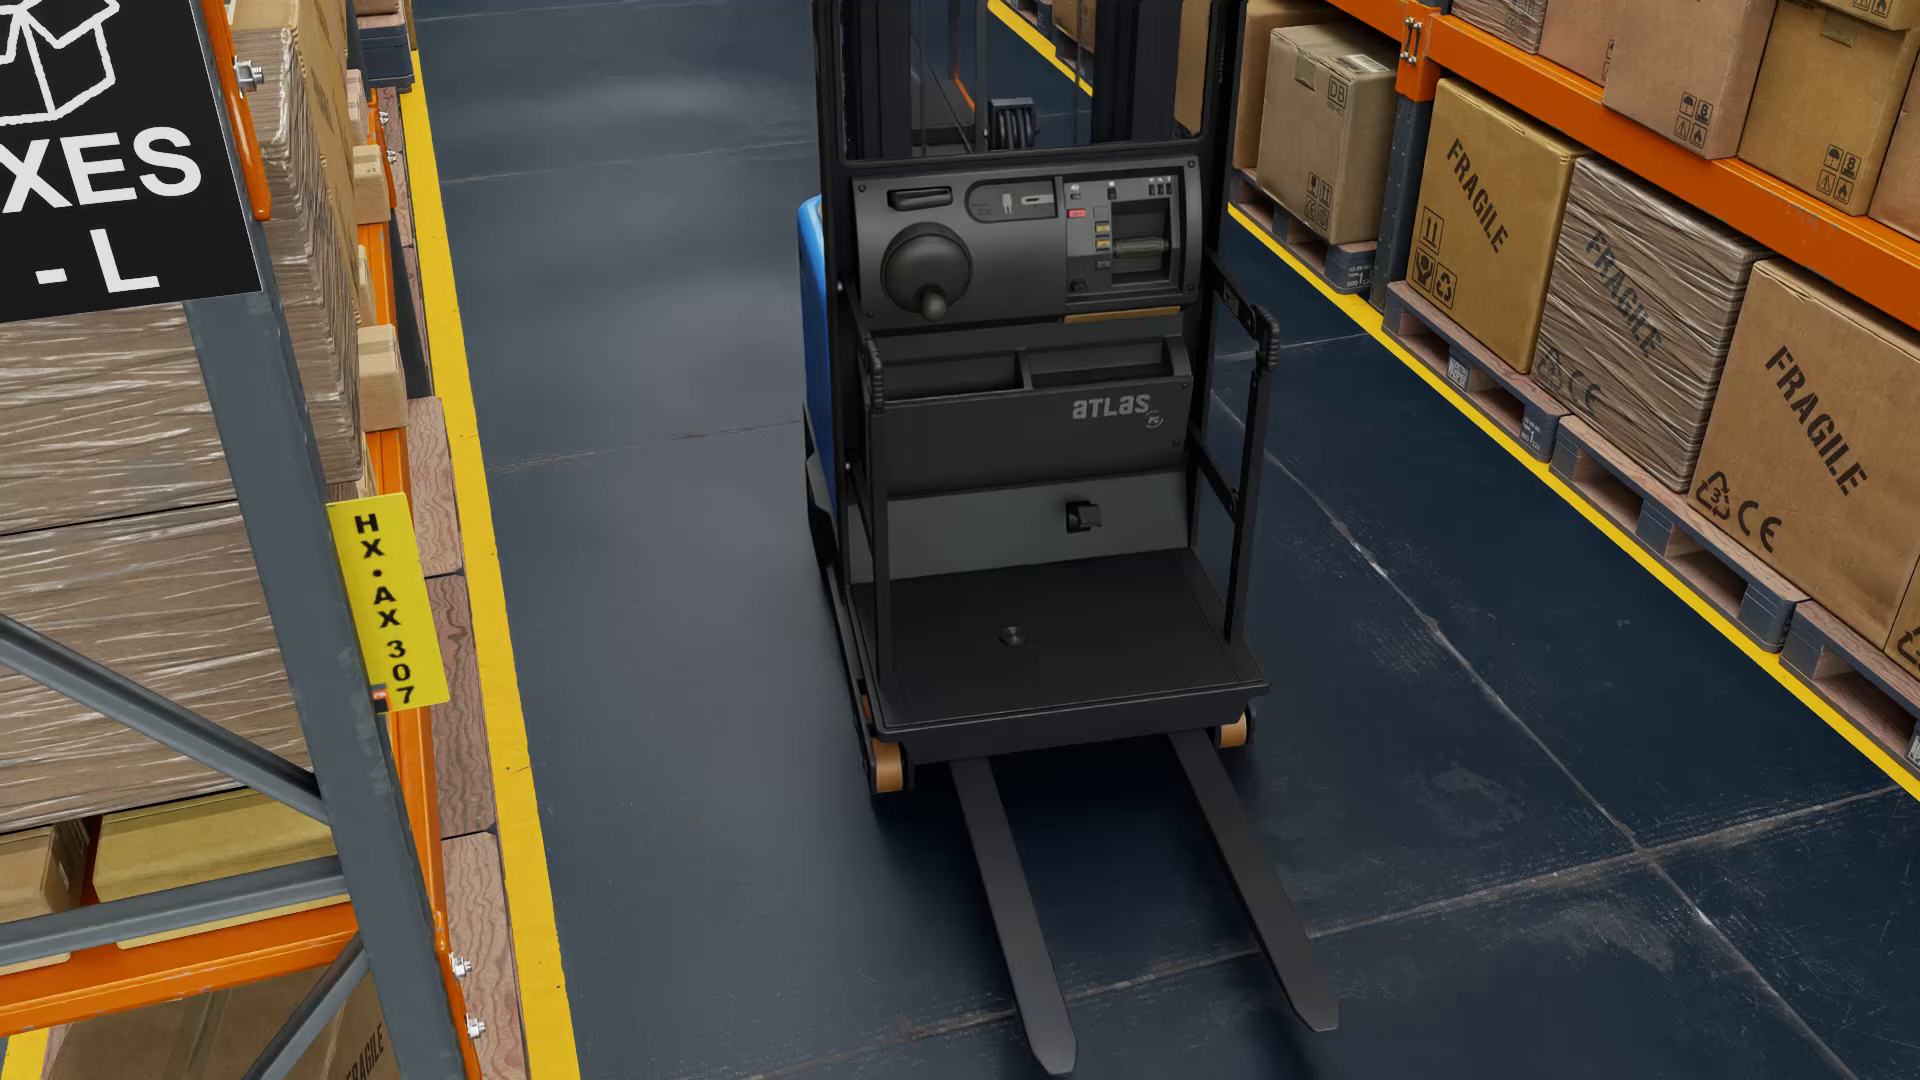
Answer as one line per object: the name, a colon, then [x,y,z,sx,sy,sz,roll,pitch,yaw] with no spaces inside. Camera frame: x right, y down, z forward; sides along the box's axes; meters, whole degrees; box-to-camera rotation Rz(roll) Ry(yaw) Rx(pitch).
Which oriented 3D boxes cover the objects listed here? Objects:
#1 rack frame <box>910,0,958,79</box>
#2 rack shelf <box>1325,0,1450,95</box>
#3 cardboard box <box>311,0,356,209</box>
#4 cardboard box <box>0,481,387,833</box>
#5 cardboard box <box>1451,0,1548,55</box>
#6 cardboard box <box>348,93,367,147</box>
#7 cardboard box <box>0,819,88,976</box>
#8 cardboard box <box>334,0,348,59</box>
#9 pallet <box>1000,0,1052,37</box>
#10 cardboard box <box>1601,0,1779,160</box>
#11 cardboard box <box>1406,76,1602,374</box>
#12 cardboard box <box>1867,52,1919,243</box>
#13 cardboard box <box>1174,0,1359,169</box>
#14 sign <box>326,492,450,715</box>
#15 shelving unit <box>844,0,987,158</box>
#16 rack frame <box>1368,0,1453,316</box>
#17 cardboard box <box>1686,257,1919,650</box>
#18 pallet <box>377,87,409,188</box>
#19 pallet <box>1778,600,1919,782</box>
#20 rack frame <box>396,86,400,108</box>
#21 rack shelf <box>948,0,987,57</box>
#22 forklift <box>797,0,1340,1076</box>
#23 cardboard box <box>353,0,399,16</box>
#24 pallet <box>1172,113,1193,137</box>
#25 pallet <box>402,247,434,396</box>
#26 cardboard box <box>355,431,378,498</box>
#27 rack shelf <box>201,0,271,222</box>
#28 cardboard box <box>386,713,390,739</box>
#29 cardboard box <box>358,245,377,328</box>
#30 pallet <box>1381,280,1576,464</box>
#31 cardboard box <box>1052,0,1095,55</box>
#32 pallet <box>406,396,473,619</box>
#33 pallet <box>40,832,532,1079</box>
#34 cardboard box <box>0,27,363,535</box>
rack frame: [-0.206,-1.474,6.076,0.400,2.100,0.015,-6,34,-9]
rack shelf: [1.681,-3.093,8.362,1.077,0.370,4.000,-10,35,-15]
cardboard box: [-1.452,-0.905,3.131,0.500,0.500,0.500,-10,35,-15]
cardboard box: [-1.385,0.079,2.549,0.875,0.500,0.500,-10,35,-15]
cardboard box: [2.415,-2.214,6.243,0.875,0.550,0.550,-10,35,-15]
cardboard box: [-2.051,-1.261,5.165,0.380,0.149,0.250,-10,35,-15]
cardboard box: [-1.527,0.528,2.458,0.380,0.149,0.250,-10,35,-15]
cardboard box: [-1.759,-1.430,3.925,0.500,0.500,0.500,-10,35,-15]
pallet: [0.834,-3.690,11.143,1.003,0.211,1.213,-10,35,-15]
cardboard box: [2.657,-1.625,5.353,0.875,0.550,0.550,-10,35,-15]
cardboard box: [2.416,-1.290,6.527,0.875,0.875,0.875,-9,35,-14]
cardboard box: [3.115,-1.093,4.547,0.875,0.550,0.550,-10,35,-15]
cardboard box: [1.725,-2.397,8.317,1.050,0.750,0.750,-10,35,-15]
sign: [-0.727,0.086,2.114,0.100,0.325,0.005,-10,35,-15]
shelving unit: [-0.160,-1.342,5.877,0.431,2.100,0.503,-6,34,-9]
rack frame: [2.291,-2.343,6.575,1.000,3.000,0.127,-10,35,-15]
cardboard box: [2.971,-0.338,5.087,0.875,0.875,0.875,-11,35,-15]
pallet: [-3.447,-2.088,8.718,1.003,0.211,1.213,-10,35,-15]
pallet: [3.192,0.514,4.781,1.003,0.211,1.213,-10,35,-15]
rack frame: [-3.684,-3.662,8.571,1.000,3.000,0.127,-10,35,-15]
rack shelf: [-0.160,-1.915,5.498,0.431,0.518,0.480,-6,34,-9]
forklift: [0.228,-0.734,4.203,1.130,2.935,3.031,-6,34,-9]
cardboard box: [-2.573,-2.428,5.778,1.000,1.000,1.000,-10,35,-14]
pallet: [1.608,-2.213,8.908,1.003,0.211,1.213,-10,35,-15]
pallet: [-2.703,-0.807,6.780,1.003,0.211,1.213,-10,35,-15]
cardboard box: [-1.389,-0.075,3.371,0.380,0.149,0.250,-10,35,-15]
rack shelf: [-1.854,-1.463,3.175,1.077,0.370,4.000,-10,35,-15]
cardboard box: [-1.161,0.319,2.774,0.380,0.149,0.250,-10,35,-15]
cardboard box: [-1.675,-0.603,4.170,0.380,0.149,0.250,-10,35,-15]
pallet: [2.448,-0.767,6.719,1.003,0.211,1.213,-10,35,-15]
cardboard box: [1.171,-3.345,9.750,1.050,0.750,0.750,-10,35,-15]
pallet: [-2.225,-0.052,5.637,1.003,0.211,1.213,-10,35,-15]
pallet: [-1.481,1.229,3.698,1.003,0.211,1.213,-10,35,-15]
cardboard box: [-1.152,-0.379,2.336,0.500,0.500,0.500,-10,35,-15]
